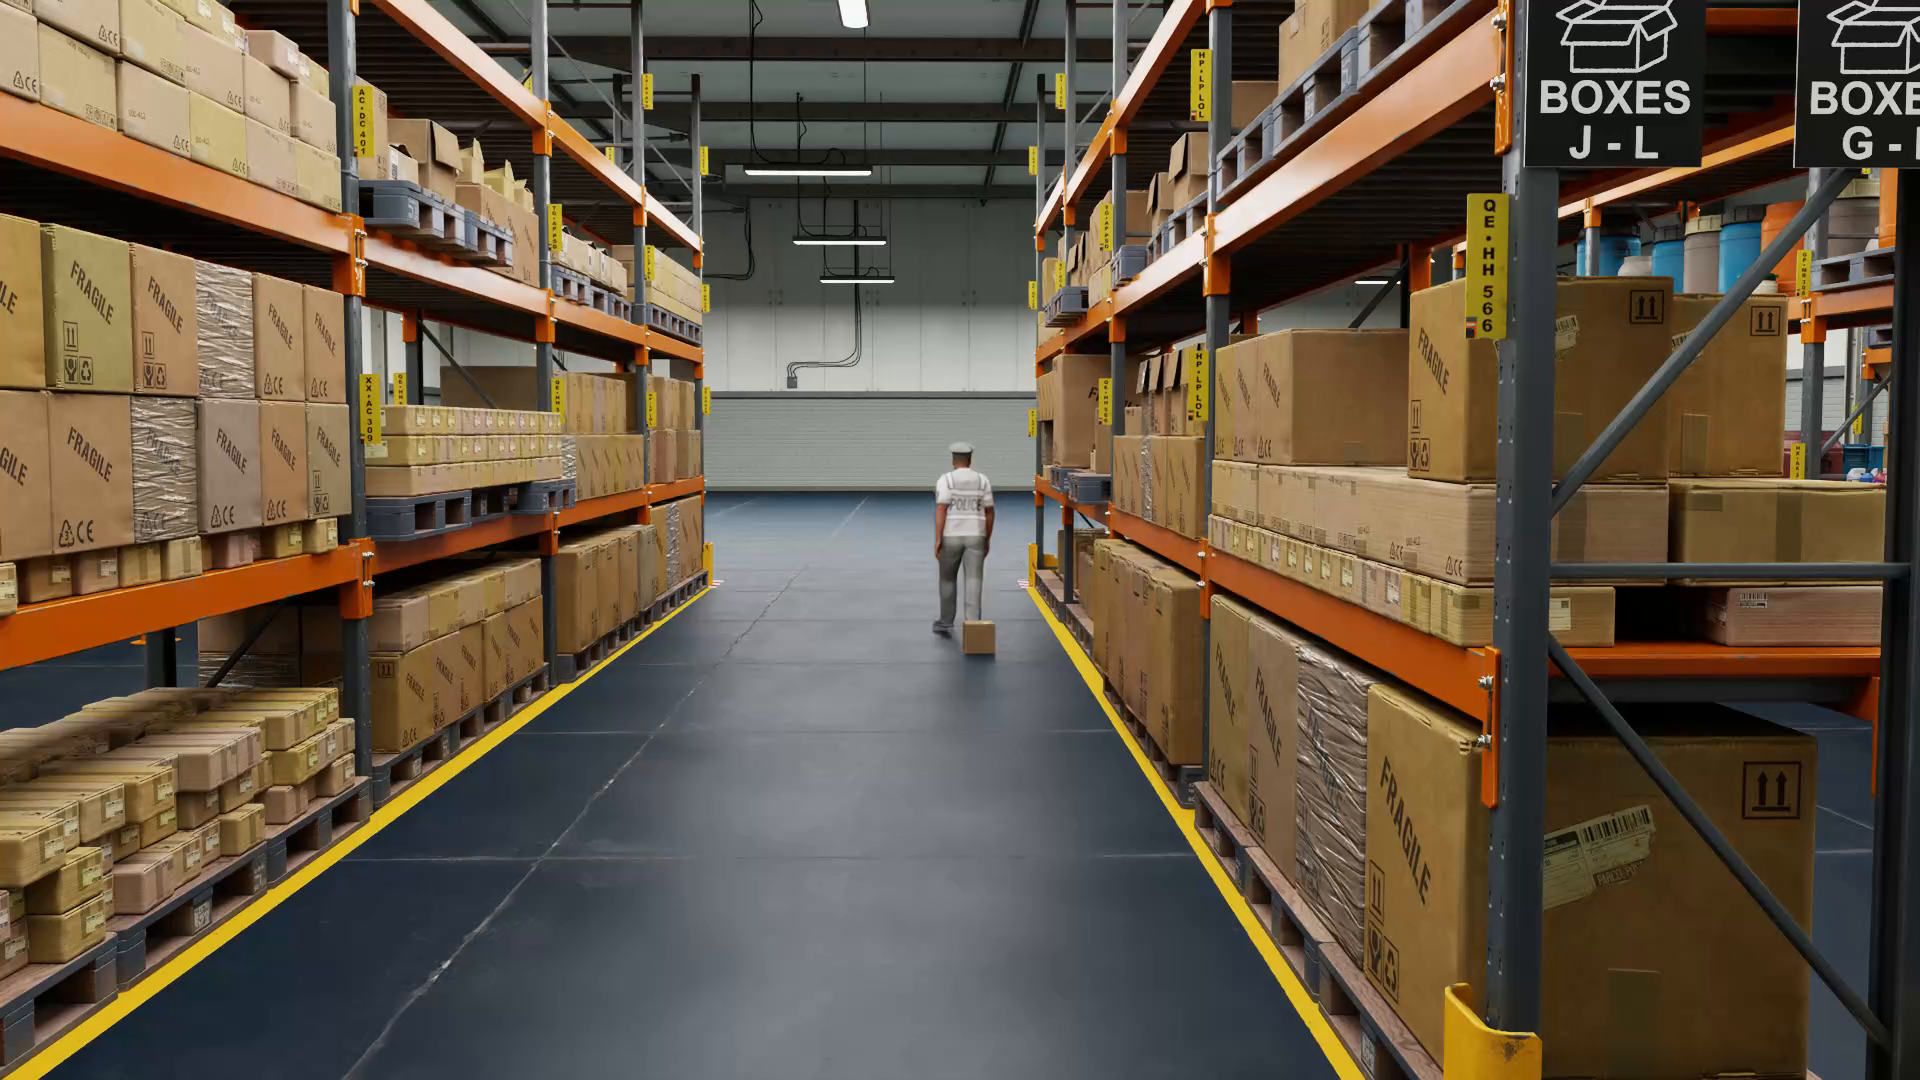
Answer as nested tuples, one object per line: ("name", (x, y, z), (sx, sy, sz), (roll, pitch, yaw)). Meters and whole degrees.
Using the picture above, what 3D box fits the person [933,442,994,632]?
("person", (0.027, -0.030, 14.961), (0.570, 1.698, 1.025), (0, 4, -7))
